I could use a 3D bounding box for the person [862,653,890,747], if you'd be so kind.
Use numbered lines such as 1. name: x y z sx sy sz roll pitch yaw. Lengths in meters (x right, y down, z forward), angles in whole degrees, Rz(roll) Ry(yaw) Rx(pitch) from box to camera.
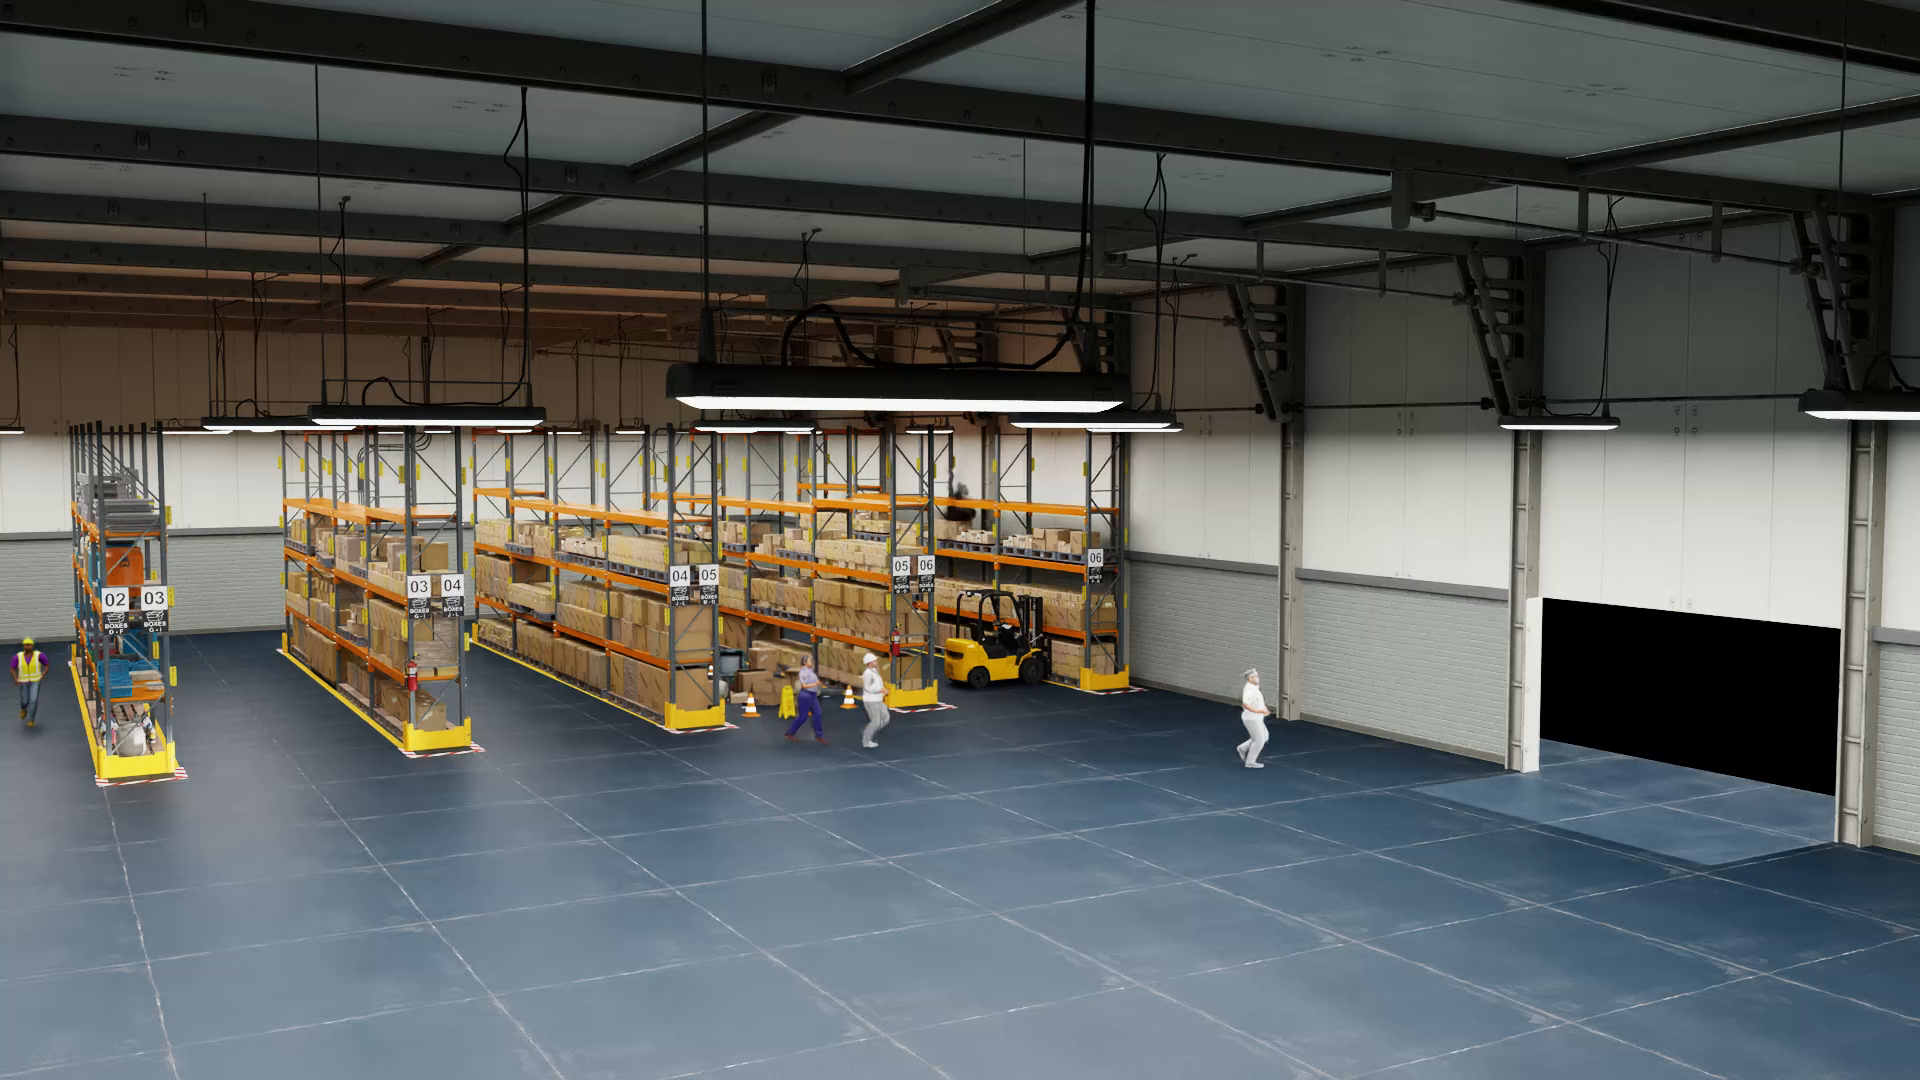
1. person: -1.535 2.950 30.649 0.590 1.727 0.648 1 4 14

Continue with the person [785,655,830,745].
1. person: -2.855 2.979 30.939 0.819 1.690 0.594 1 4 14

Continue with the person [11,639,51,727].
1. person: -18.508 2.819 33.133 0.698 1.741 0.662 -2 4 -26

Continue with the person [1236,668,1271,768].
1. person: 5.086 3.073 28.781 0.621 1.733 0.658 1 4 17
